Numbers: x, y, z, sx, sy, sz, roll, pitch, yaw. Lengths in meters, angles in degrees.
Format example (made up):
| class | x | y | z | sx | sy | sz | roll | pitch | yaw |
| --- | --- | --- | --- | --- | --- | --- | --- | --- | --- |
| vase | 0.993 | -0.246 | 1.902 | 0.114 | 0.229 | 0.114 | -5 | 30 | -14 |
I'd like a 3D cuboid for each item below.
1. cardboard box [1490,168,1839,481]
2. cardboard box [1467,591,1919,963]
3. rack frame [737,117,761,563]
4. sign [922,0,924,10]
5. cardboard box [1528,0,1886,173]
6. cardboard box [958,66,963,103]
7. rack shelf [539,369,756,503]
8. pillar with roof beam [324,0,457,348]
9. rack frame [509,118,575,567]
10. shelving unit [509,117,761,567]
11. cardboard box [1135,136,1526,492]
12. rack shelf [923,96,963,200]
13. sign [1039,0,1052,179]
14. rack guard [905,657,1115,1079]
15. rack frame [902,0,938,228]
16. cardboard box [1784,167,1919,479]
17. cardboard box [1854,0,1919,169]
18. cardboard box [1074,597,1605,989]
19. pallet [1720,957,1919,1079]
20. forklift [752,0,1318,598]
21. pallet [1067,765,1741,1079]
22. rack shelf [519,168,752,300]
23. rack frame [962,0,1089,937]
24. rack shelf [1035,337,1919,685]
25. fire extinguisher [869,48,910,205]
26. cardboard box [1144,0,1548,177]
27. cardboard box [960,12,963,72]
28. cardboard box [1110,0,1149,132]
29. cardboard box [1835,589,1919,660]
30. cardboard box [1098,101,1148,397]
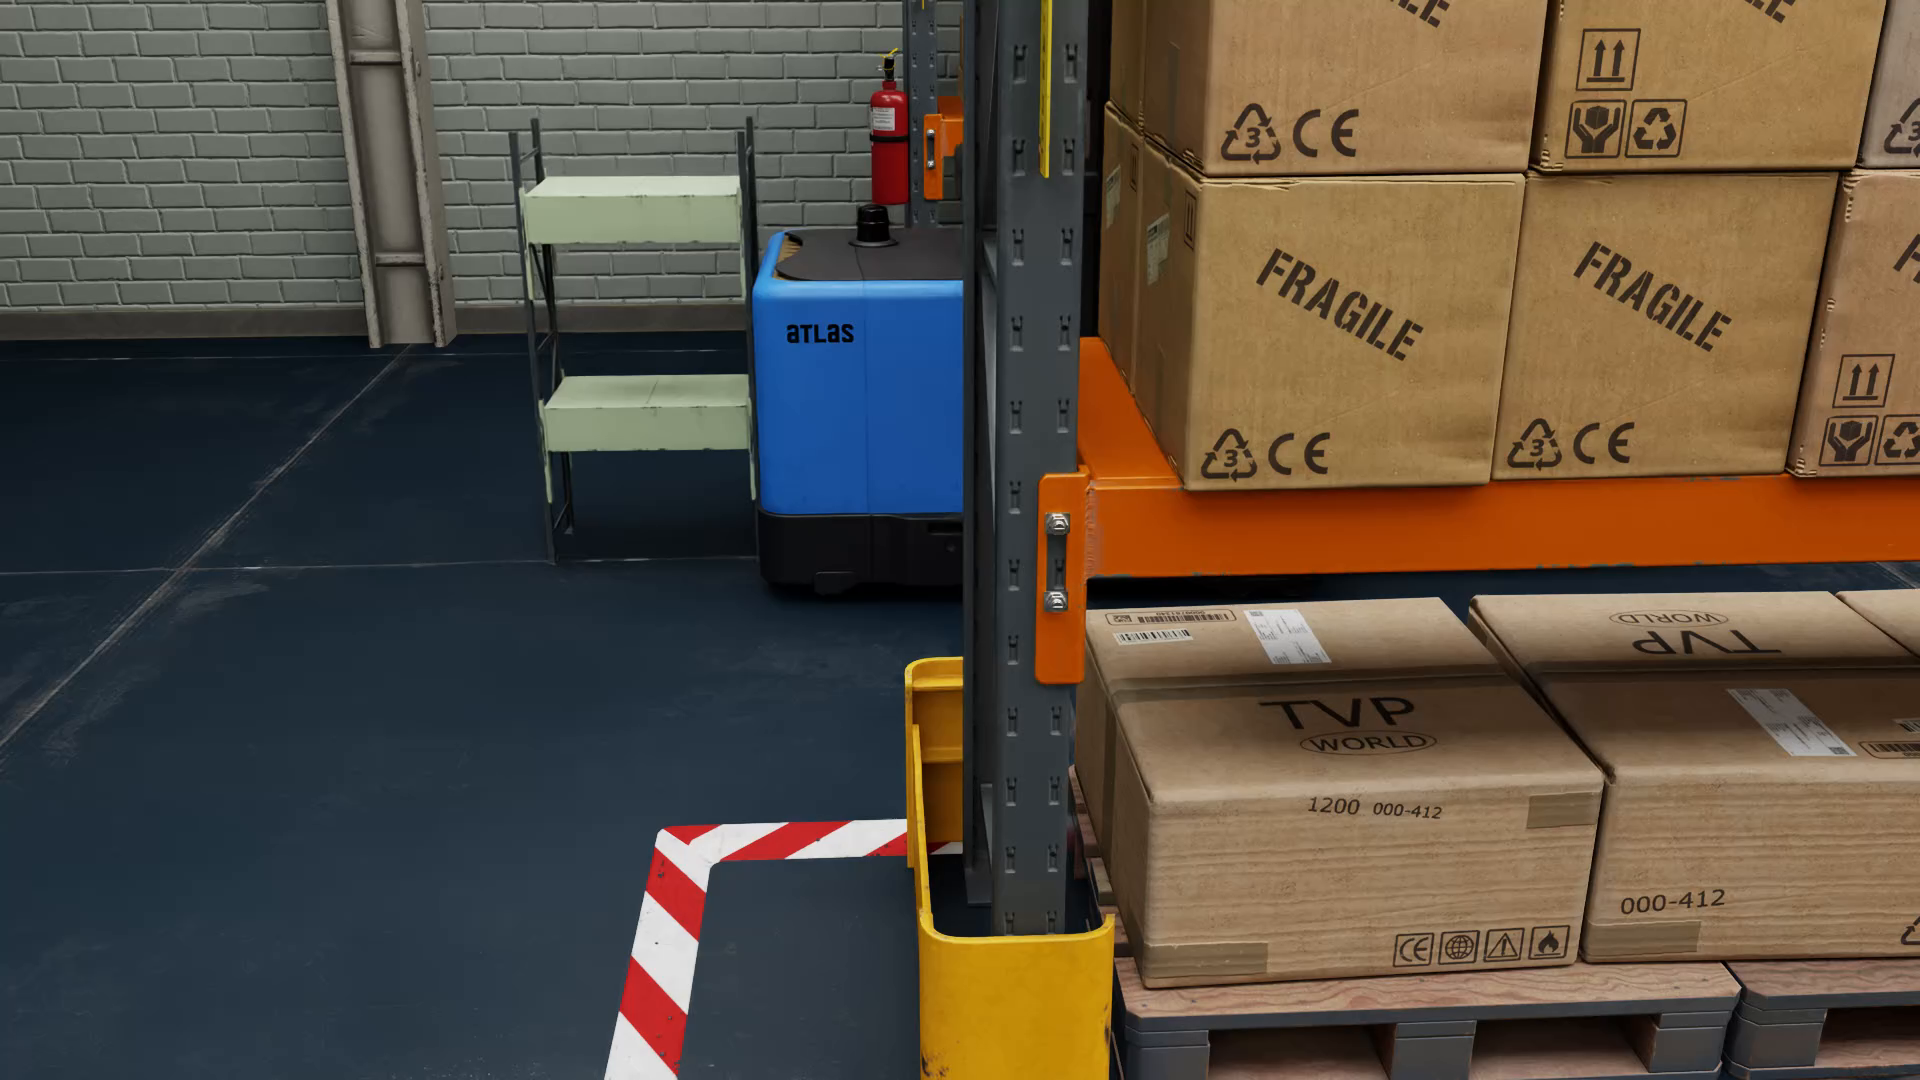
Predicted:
| class | x | y | z | sx | sy | sz | roll | pitch | yaw |
| --- | --- | --- | --- | --- | --- | --- | --- | --- | --- |
| cardboard box | 1.096 | -0.422 | 2.874 | 0.500 | 0.500 | 0.500 | -1 | 21 | -4 |
| cardboard box | 1.664 | 0.483 | 3.647 | 0.875 | 0.438 | 0.875 | -1 | 21 | -2 |
| rack frame | -0.718 | -0.690 | 5.826 | 0.023 | 1.500 | 0.400 | -1 | 21 | -2 |
| sign | -0.159 | -2.423 | 7.052 | 0.005 | 0.325 | 0.100 | -1 | 21 | -3 |
| cardboard box | 1.108 | -0.883 | 2.679 | 0.500 | 0.500 | 0.500 | -2 | 21 | -5 |
| cardboard box | 0.126 | -2.195 | 8.025 | 0.250 | 0.149 | 0.380 | -1 | 21 | -4 |
| rack shelf | -1.083 | -0.380 | 5.926 | 0.720 | 0.370 | 0.431 | -1 | 21 | -2 |
| pillar with roof beam | -2.687 | -3.751 | 3.325 | 0.400 | 9.000 | 9.100 | -1 | 21 | -3 |
| rack frame | -1.449 | -0.678 | 5.795 | 0.023 | 1.500 | 0.400 | -1 | 21 | -2 |
| shelving unit | -1.083 | -0.684 | 5.810 | 0.755 | 1.500 | 0.431 | -1 | 21 | -2 |
| cardboard box | 0.593 | -0.402 | 2.821 | 0.500 | 0.500 | 0.500 | -1 | 21 | -3 |
| rack shelf | 1.807 | -1.915 | 7.947 | 4.000 | 0.370 | 1.077 | -1 | 21 | -3 |
| sign | 0.123 | -0.692 | 2.394 | 0.005 | 0.325 | 0.100 | -1 | 21 | -3 |
| rack guard | 0.073 | 0.721 | 3.524 | 0.348 | 0.500 | 1.175 | -1 | 21 | -3 |
| rack frame | -0.190 | -2.211 | 7.712 | 0.127 | 3.000 | 1.000 | -1 | 21 | -3 |
| cardboard box | 1.605 | -0.426 | 2.884 | 0.500 | 0.500 | 0.500 | -1 | 21 | -3 |
| cardboard box | 1.622 | -0.896 | 2.714 | 0.500 | 0.500 | 0.500 | -1 | 21 | -3 |
| cardboard box | 0.751 | 0.505 | 3.590 | 0.875 | 0.438 | 0.875 | -2 | 21 | -5 |
| pallet | 2.106 | 0.788 | 3.755 | 1.213 | 0.211 | 1.003 | -1 | 21 | -3 |
| forklift | 0.820 | -1.364 | 5.585 | 3.031 | 2.935 | 1.130 | -1 | 21 | -2 |
| pallet | 0.891 | 0.812 | 3.693 | 1.213 | 0.211 | 1.003 | -1 | 21 | -3 |
| rack shelf | -1.083 | -1.049 | 5.671 | 0.720 | 0.370 | 0.431 | -1 | 21 | -2 |
| rack frame | 0.097 | -0.448 | 3.081 | 0.127 | 3.000 | 1.000 | -1 | 21 | -3 |
| rack shelf | 2.094 | -0.152 | 3.315 | 4.000 | 0.370 | 1.077 | -1 | 21 | -3 |
| fire extinguisher | -0.310 | -1.833 | 7.353 | 0.183 | 0.674 | 0.296 | -1 | 21 | -3 |
| cardboard box | 0.593 | -0.870 | 2.645 | 0.500 | 0.500 | 0.500 | -2 | 21 | -4 |
| cardboard box | 0.254 | -2.383 | 7.958 | 0.500 | 0.250 | 0.500 | -1 | 21 | -1 |
| cardboard box | 0.565 | -1.056 | 3.133 | 0.500 | 0.500 | 0.500 | 0 | 21 | -1 |
| cardboard box | 2.564 | 0.465 | 3.694 | 0.875 | 0.438 | 0.875 | -2 | 21 | -5 |
| cardboard box | 0.564 | -0.598 | 3.336 | 0.500 | 0.500 | 0.500 | -1 | 21 | -3 |
